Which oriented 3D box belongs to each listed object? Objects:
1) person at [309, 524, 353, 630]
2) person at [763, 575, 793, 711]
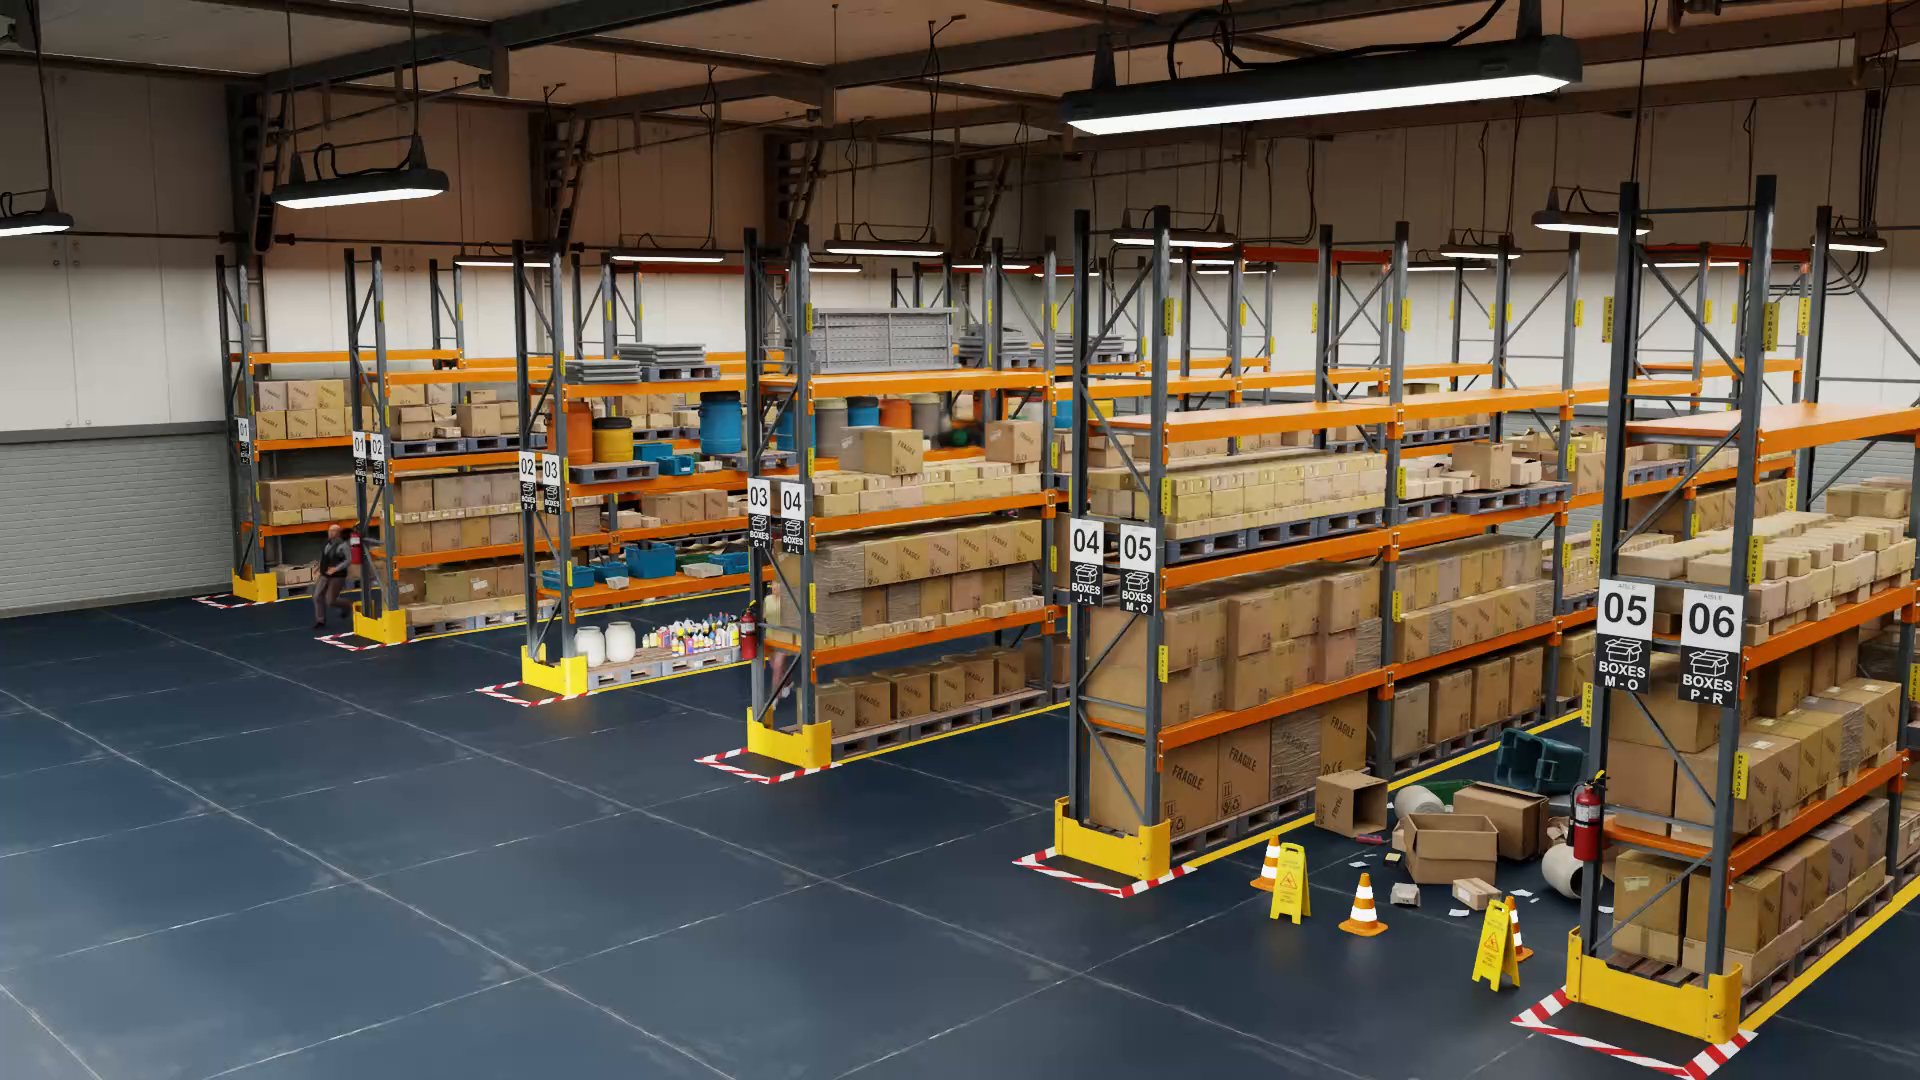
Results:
[{"bbox_3d":[-10.013,0.578,26.673,0.698,1.686,0.774,4,9,25],"label":"person"},{"bbox_3d":[-2.347,1.286,21.426,0.569,1.685,0.884,3,9,20],"label":"person"}]
